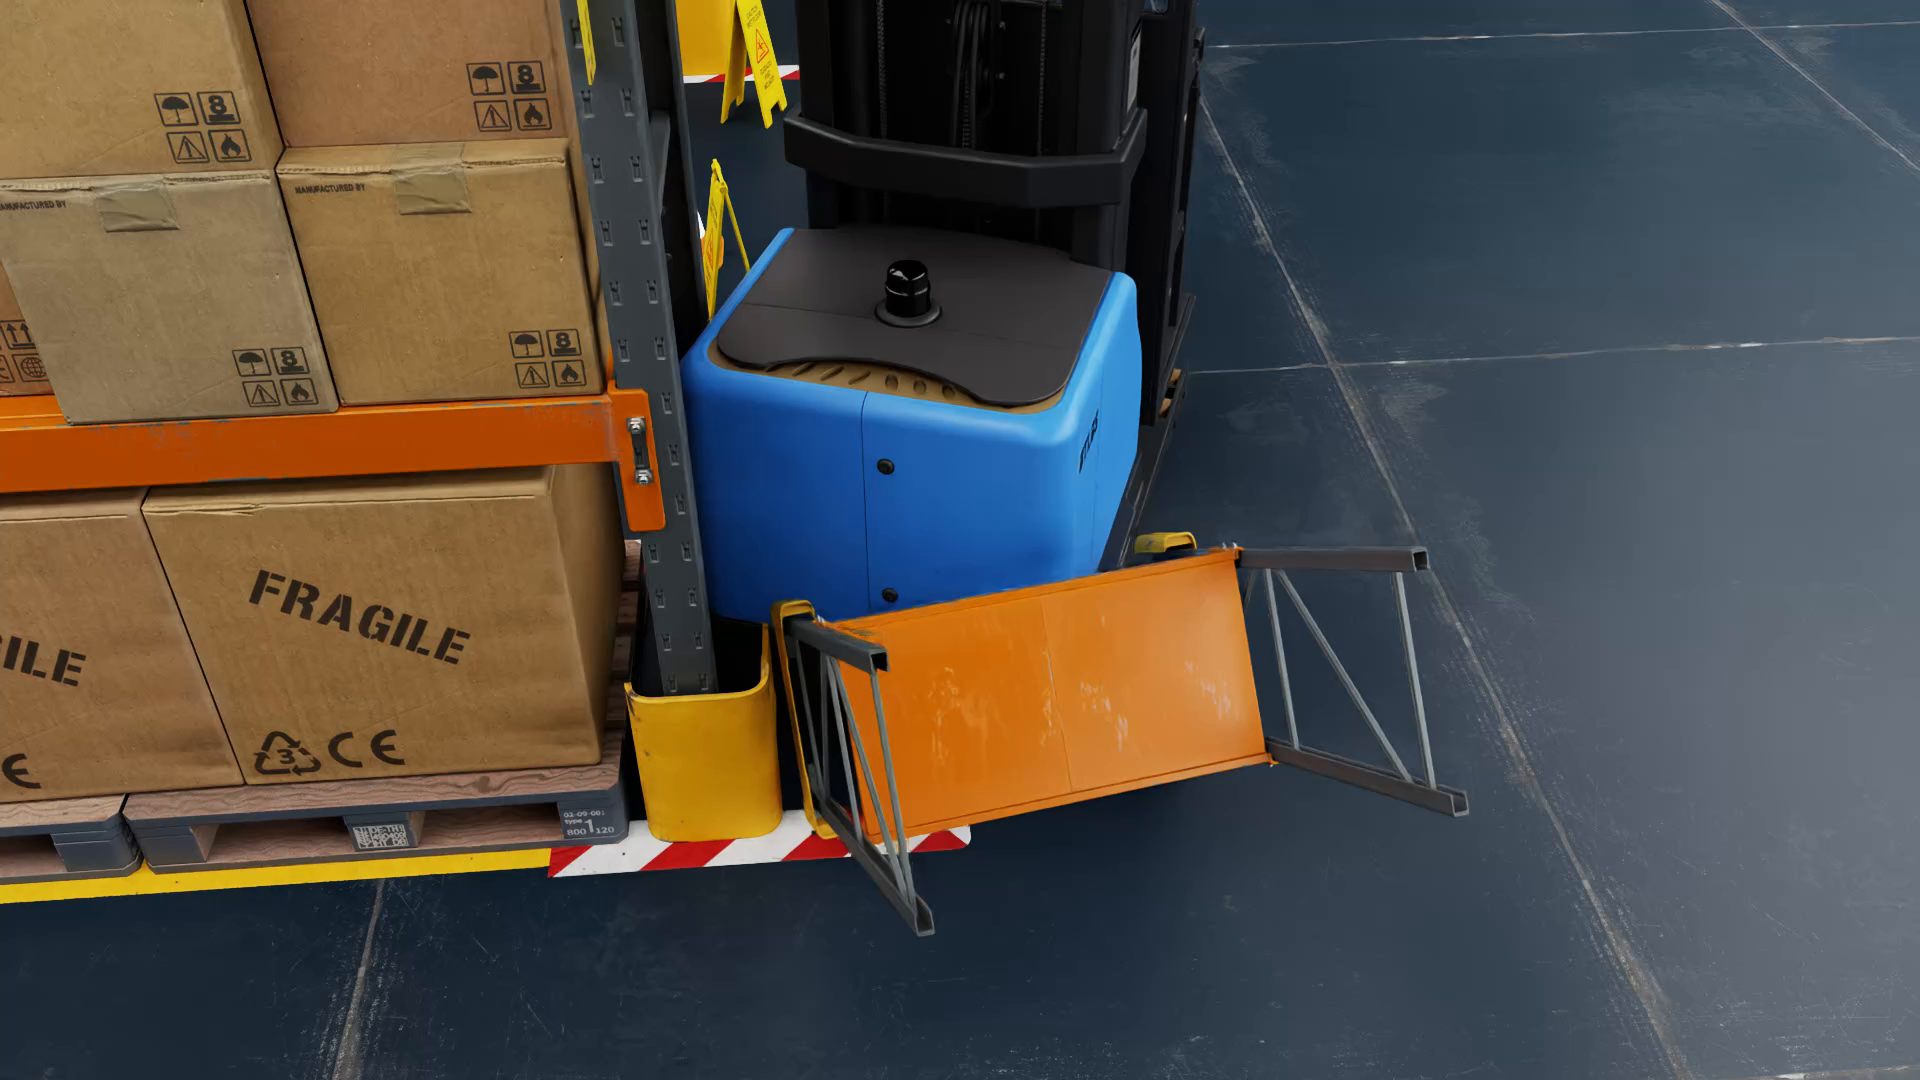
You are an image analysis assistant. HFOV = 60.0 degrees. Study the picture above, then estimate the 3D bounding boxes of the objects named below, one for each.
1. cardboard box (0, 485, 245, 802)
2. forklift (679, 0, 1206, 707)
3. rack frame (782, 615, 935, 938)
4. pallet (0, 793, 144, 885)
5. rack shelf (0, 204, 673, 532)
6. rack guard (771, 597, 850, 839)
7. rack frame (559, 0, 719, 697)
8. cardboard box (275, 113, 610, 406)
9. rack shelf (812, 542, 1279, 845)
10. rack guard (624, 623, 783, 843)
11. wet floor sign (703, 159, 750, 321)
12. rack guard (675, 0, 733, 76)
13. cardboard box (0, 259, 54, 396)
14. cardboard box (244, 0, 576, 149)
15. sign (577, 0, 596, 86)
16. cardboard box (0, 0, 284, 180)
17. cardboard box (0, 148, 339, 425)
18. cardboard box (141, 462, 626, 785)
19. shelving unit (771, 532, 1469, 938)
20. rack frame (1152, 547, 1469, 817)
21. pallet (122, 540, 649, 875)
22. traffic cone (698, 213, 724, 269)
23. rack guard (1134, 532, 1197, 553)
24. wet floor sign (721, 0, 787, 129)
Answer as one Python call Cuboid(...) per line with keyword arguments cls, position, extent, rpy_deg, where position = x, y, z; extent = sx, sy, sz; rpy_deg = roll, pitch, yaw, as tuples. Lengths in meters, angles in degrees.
Cuboid(cls="cardboard box", position=(-2.252, 0.031, 4.166), extent=(0.875, 0.875, 0.875), rpy_deg=(-4, 38, -5))
Cuboid(cls="forklift", position=(0.168, -1.525, 4.817), extent=(1.130, 2.935, 3.031), rpy_deg=(10, 39, 12))
Cuboid(cls="rack frame", position=(-0.252, 0.437, 3.579), extent=(0.032, 0.500, 1.500), rpy_deg=(-10, 2, -12))
Cuboid(cls="pallet", position=(-2.708, 0.486, 4.464), extent=(1.213, 0.211, 1.003), rpy_deg=(-3, 38, -4))
Cuboid(cls="rack shelf", position=(-2.698, -0.374, 3.883), extent=(4.000, 0.370, 1.077), rpy_deg=(-3, 38, -4))
Cuboid(cls="rack guard", position=(-0.379, 0.441, 4.192), extent=(0.087, 0.587, 0.250), rpy_deg=(-10, 2, -12))
Cuboid(cls="rack frame", position=(-0.706, -0.766, 3.800), extent=(0.127, 3.000, 1.000), rpy_deg=(-3, 38, -4))
Cuboid(cls="cardboard box", position=(-1.072, -0.777, 3.692), extent=(0.550, 0.550, 0.875), rpy_deg=(-3, 38, -4))
Cuboid(cls="rack shelf", position=(0.201, 0.353, 3.859), extent=(1.000, 0.538, 0.185), rpy_deg=(-10, 2, -12))
Cuboid(cls="rack guard", position=(-0.682, 0.214, 4.576), extent=(0.348, 0.500, 1.175), rpy_deg=(-3, 38, -4))
Cuboid(cls="wet floor sign", position=(-0.853, -1.065, 6.079), extent=(0.232, 0.644, 0.267), rpy_deg=(-9, 39, -12))
Cuboid(cls="rack guard", position=(-1.321, -2.829, 8.432), extent=(0.348, 0.500, 1.175), rpy_deg=(-3, 38, -4))
Cuboid(cls="cardboard box", position=(-2.186, -0.780, 3.696), extent=(0.550, 0.550, 0.875), rpy_deg=(-3, 38, -4))
Cuboid(cls="cardboard box", position=(-1.079, -1.253, 3.423), extent=(0.550, 0.550, 0.875), rpy_deg=(-3, 38, -4))
Cuboid(cls="sign", position=(-0.672, -0.978, 2.942), extent=(0.005, 0.325, 0.100), rpy_deg=(-3, 38, -4))
Cuboid(cls="cardboard box", position=(-1.619, -1.166, 3.313), extent=(0.550, 0.550, 0.875), rpy_deg=(-3, 38, -4))
Cuboid(cls="cardboard box", position=(-1.618, -0.733, 3.637), extent=(0.550, 0.550, 0.875), rpy_deg=(-3, 38, -4))
Cuboid(cls="cardboard box", position=(-1.376, -0.019, 4.229), extent=(0.875, 0.875, 0.875), rpy_deg=(-3, 38, -4))
Cuboid(cls="shelving unit", position=(0.229, 0.353, 3.681), extent=(1.083, 0.587, 1.500), rpy_deg=(-10, 2, -12))
Cuboid(cls="rack frame", position=(0.728, 0.266, 3.785), extent=(0.032, 0.500, 1.500), rpy_deg=(-10, 2, -12))
Cuboid(cls="pallet", position=(-1.496, 0.421, 4.547), extent=(1.213, 0.211, 1.003), rpy_deg=(-3, 38, -4))
Cuboid(cls="traffic cone", position=(-1.122, -1.333, 6.566), extent=(0.334, 0.463, 0.336), rpy_deg=(-3, 38, -4))
Cuboid(cls="rack guard", position=(0.582, 0.273, 4.393), extent=(0.087, 0.587, 0.250), rpy_deg=(-10, 2, -12))
Cuboid(cls="wet floor sign", position=(-0.961, -2.241, 7.569), extent=(0.232, 0.644, 0.267), rpy_deg=(9, 39, 12))
